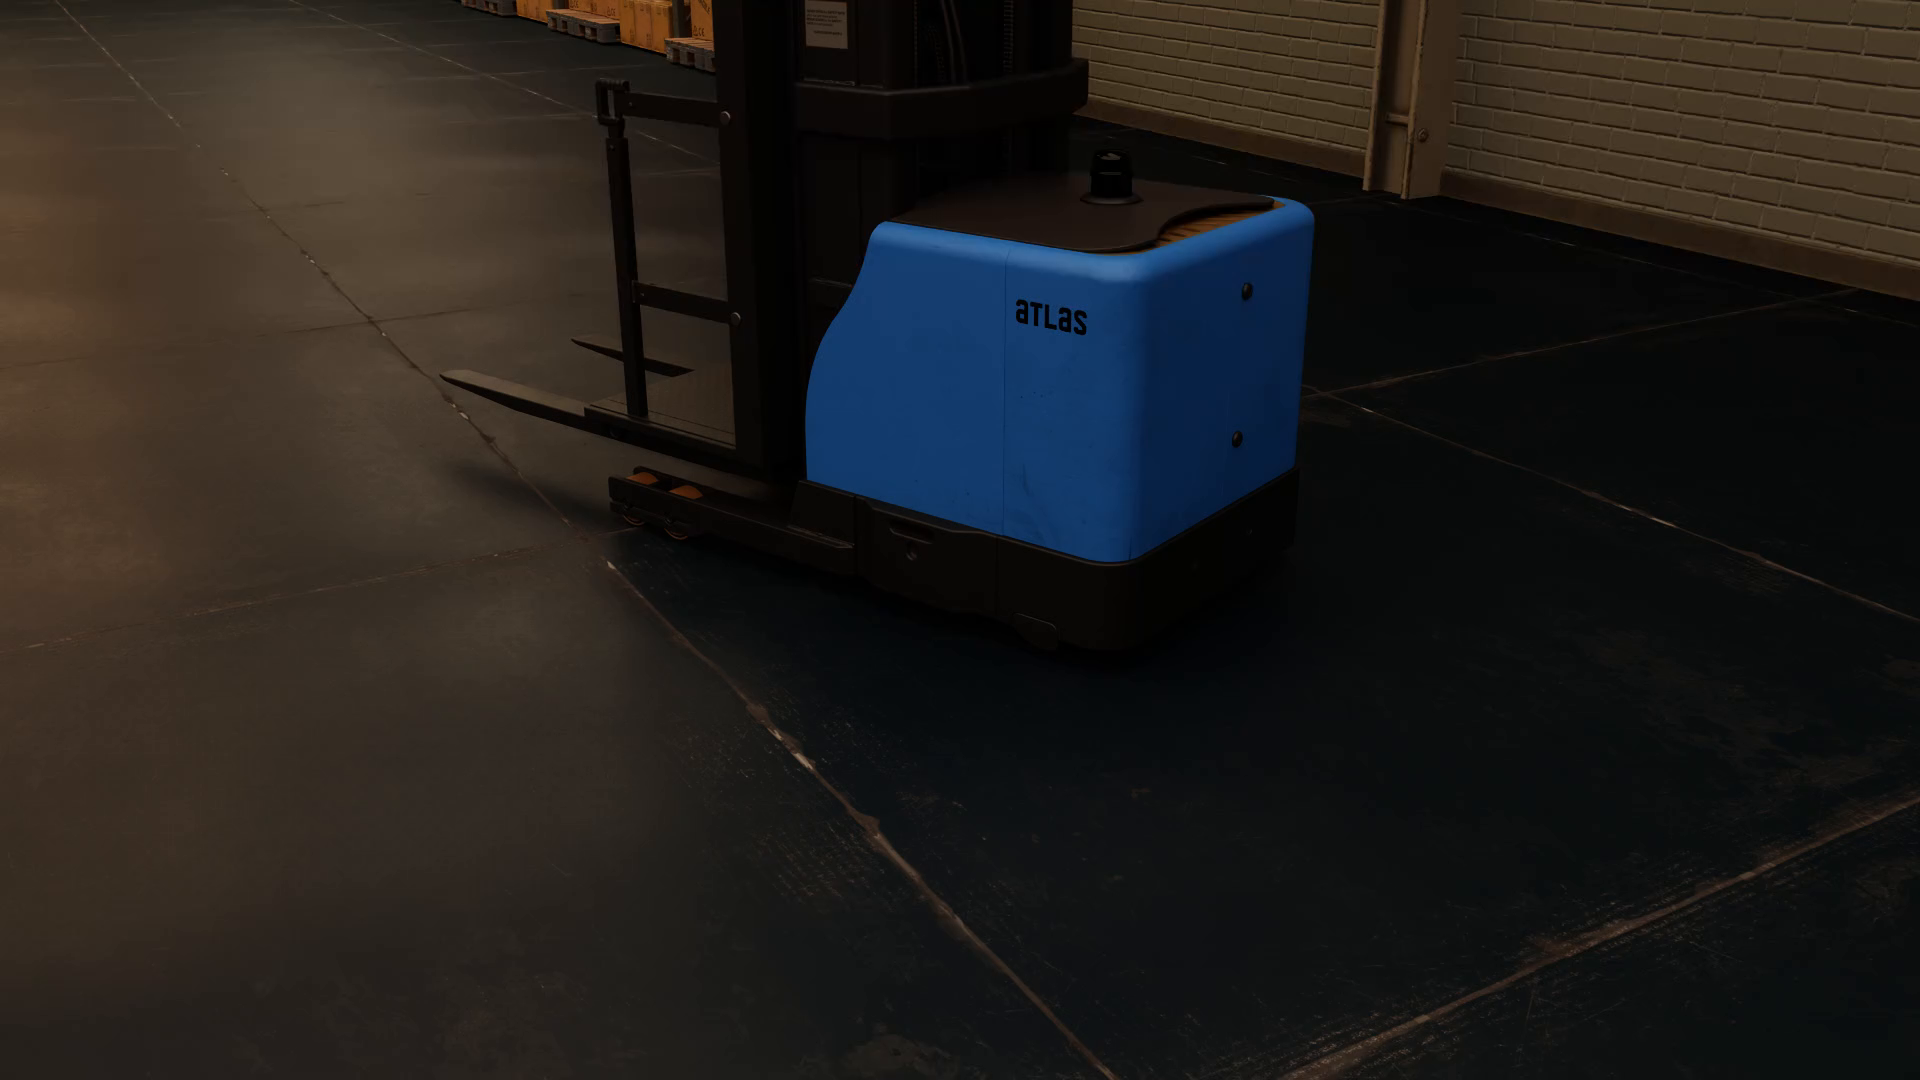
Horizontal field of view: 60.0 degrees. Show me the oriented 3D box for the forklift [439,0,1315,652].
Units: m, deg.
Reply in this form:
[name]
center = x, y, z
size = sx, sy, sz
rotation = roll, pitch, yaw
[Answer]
[forklift]
center = -0.481, -1.497, 4.922
size = 3.031, 2.935, 1.130
rotation = 16, 27, 34
